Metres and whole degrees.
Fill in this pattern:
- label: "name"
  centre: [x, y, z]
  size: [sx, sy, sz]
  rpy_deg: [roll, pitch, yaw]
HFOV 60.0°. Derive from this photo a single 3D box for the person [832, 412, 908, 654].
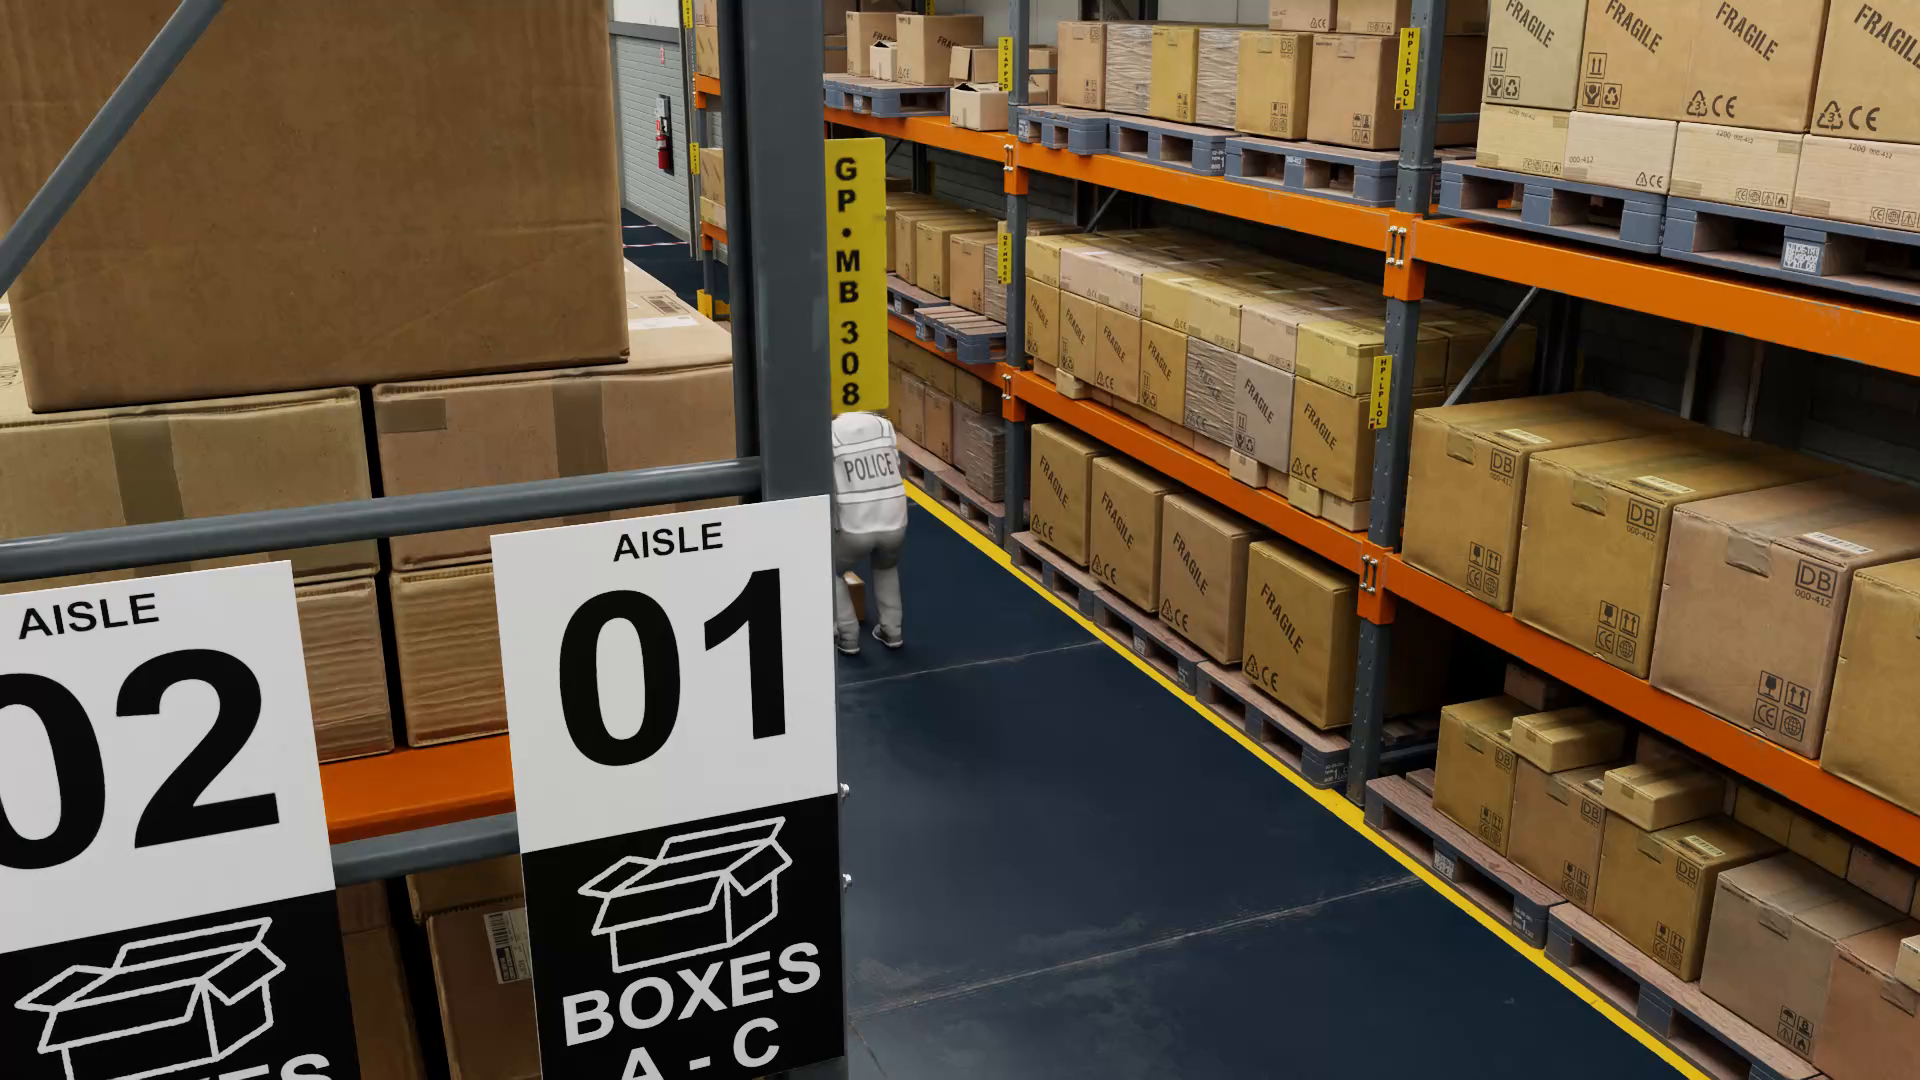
- label: "person"
  centre: [-0.608, -0.121, 9.711]
  size: [0.584, 1.572, 0.682]
  rpy_deg: [-8, 20, -21]
